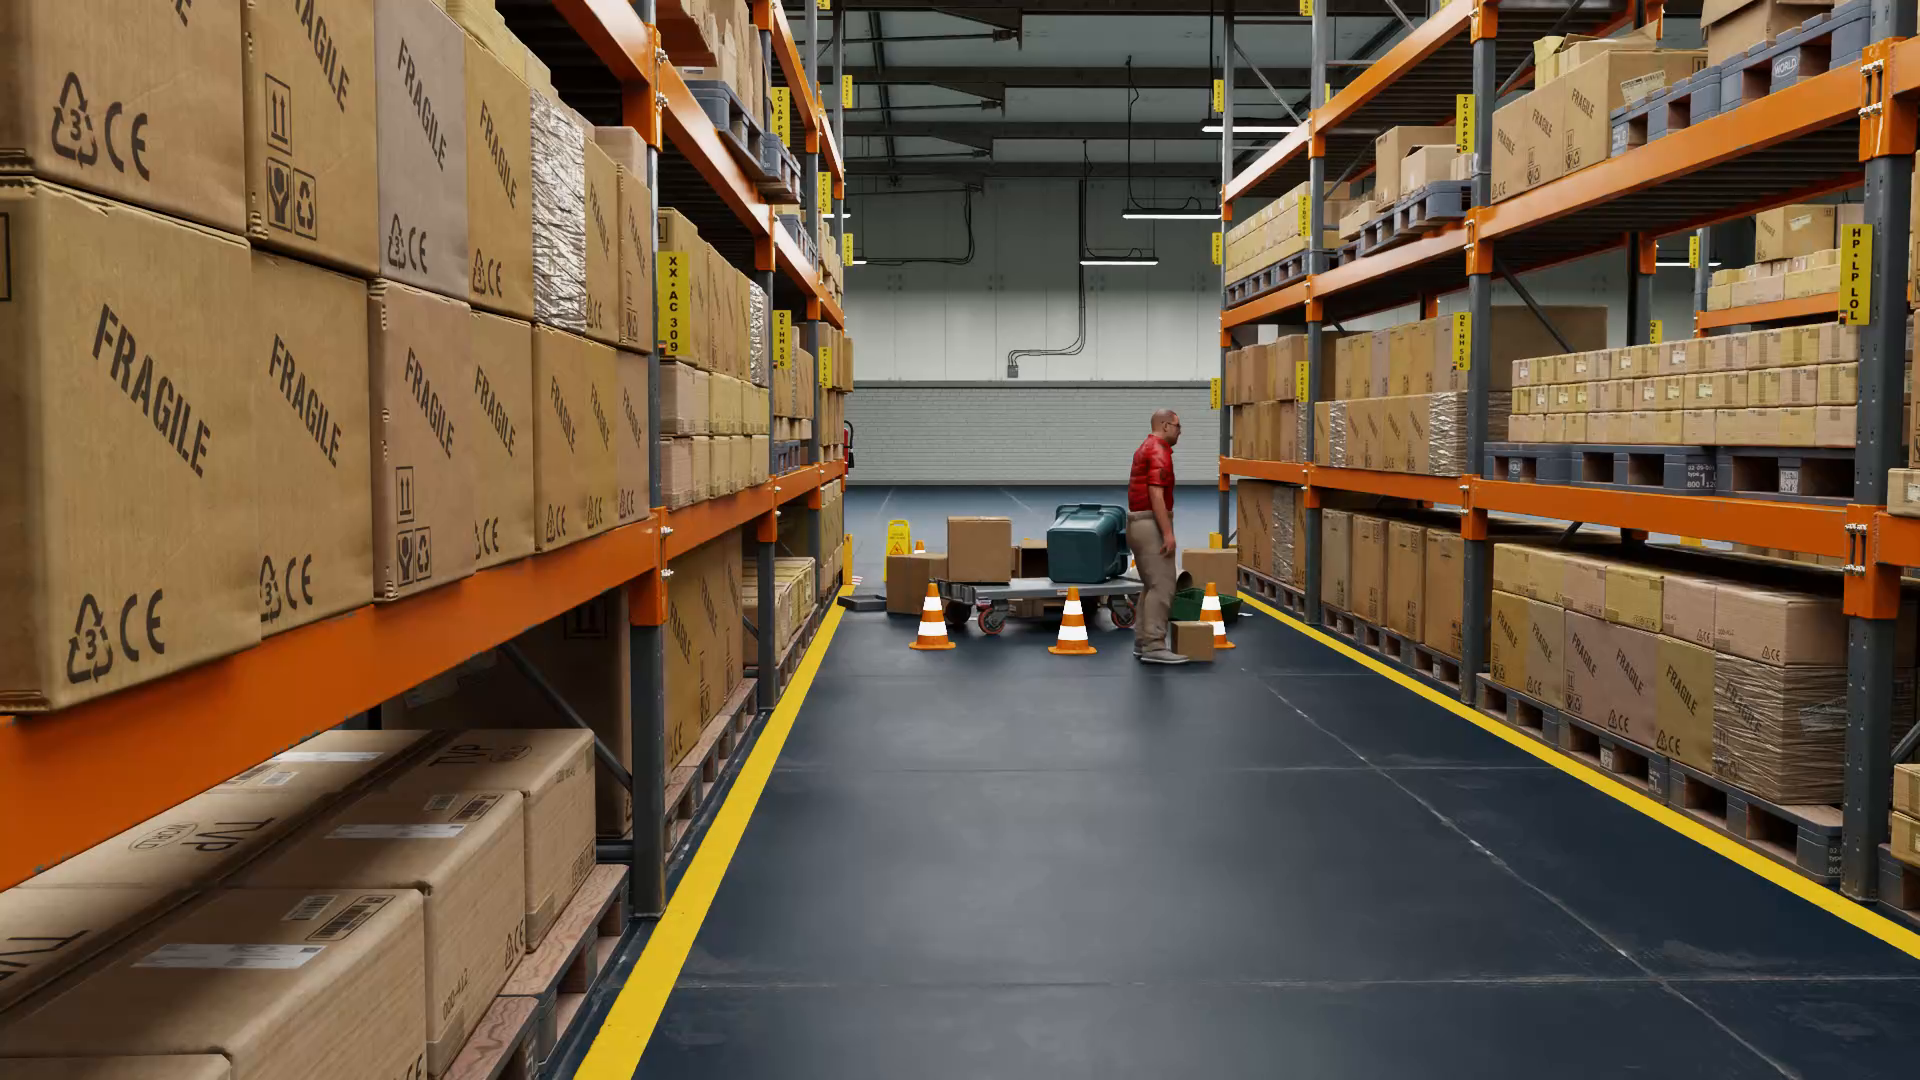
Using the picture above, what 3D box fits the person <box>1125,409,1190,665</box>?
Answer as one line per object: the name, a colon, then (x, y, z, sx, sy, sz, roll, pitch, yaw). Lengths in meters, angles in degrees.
person: (1.347, -0.038, 11.419, 0.393, 1.726, 0.606, 0, 4, -5)
